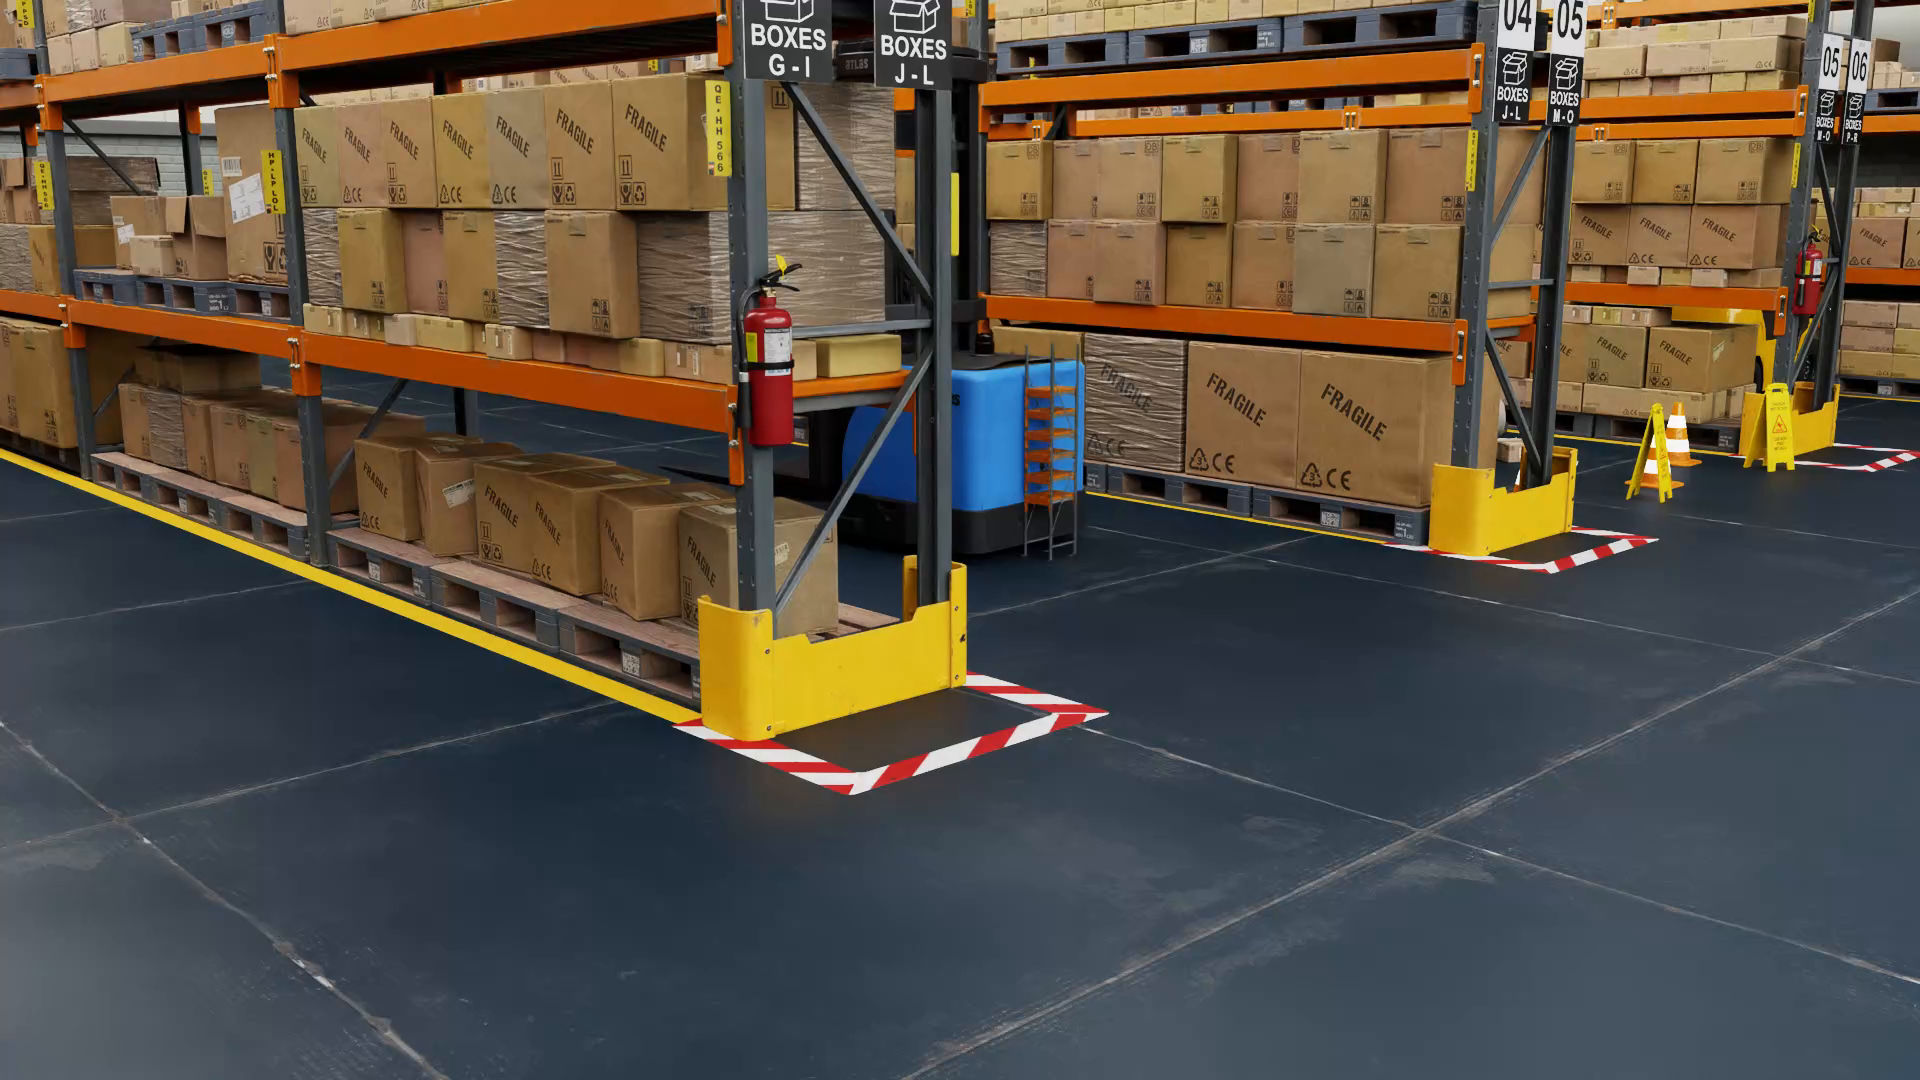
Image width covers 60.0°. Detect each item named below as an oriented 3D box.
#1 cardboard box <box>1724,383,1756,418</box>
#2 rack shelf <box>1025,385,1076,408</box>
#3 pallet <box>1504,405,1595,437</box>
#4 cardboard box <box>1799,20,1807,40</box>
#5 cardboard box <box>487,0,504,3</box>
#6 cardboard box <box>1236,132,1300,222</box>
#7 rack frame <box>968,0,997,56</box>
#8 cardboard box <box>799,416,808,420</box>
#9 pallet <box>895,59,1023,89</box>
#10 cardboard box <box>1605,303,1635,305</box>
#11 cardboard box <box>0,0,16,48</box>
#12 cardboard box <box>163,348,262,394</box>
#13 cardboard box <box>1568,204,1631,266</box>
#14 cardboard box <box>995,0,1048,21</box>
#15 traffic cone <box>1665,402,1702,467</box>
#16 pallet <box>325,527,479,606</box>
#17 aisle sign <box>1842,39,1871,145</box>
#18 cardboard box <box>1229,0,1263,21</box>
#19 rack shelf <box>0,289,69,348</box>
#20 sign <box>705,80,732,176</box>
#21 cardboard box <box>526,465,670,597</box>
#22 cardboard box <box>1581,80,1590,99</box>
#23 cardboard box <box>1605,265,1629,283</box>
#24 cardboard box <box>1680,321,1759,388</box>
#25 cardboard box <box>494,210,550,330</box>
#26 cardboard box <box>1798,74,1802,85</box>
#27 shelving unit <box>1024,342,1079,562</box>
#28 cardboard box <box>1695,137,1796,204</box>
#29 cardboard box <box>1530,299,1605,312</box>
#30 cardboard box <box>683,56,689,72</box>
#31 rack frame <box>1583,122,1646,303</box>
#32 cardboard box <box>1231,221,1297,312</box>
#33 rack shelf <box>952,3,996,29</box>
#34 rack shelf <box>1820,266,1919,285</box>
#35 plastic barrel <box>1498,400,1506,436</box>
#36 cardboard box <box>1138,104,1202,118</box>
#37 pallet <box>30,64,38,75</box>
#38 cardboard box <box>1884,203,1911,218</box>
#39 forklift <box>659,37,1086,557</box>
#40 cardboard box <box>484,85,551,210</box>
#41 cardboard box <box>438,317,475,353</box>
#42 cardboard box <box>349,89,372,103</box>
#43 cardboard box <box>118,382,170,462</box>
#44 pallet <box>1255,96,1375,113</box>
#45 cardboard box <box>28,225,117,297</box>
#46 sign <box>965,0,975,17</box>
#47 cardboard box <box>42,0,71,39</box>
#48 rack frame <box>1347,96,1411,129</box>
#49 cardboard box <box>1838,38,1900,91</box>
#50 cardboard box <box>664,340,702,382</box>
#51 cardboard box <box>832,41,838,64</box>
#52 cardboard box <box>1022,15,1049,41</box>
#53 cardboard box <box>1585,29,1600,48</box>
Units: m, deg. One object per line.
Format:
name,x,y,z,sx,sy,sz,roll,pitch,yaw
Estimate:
cardboard box,6.375,-1.199,14.070,0.500,0.250,0.500,-11,16,-43
rack shelf,0.513,-0.804,9.277,0.180,0.103,0.258,10,16,41
pallet,5.306,-1.130,14.875,1.003,0.211,1.213,-11,16,-43
cardboard box,6.635,-4.001,13.109,0.380,0.149,0.250,-11,16,-43
cardboard box,-1.646,-2.382,6.977,0.500,0.250,0.500,-10,16,-41
cardboard box,2.259,-2.309,10.638,0.875,0.550,0.550,-11,16,-43
rack frame,0.460,-5.001,11.885,1.000,3.000,0.127,-11,16,-43
cardboard box,-0.697,-1.386,13.740,1.050,0.750,0.750,-11,16,-43
pallet,-0.209,-3.565,12.823,1.217,0.209,0.805,11,16,43
cardboard box,7.665,-2.694,18.850,0.500,0.250,0.500,-11,16,-43
cardboard box,-7.093,-3.887,12.621,0.500,0.500,0.500,-10,15,-40
cardboard box,-5.102,-1.159,11.350,0.500,0.250,0.500,-9,14,-36
cardboard box,5.473,-2.566,13.949,0.500,0.500,0.500,-11,16,-43
cardboard box,0.595,-3.749,11.585,0.500,0.250,0.500,-11,16,-42
traffic cone,5.503,-0.824,12.765,0.336,0.463,0.334,-11,16,-43
pallet,-2.708,0.072,9.037,1.003,0.211,1.213,-11,16,-43
aisle sign,6.999,-3.491,12.980,0.394,0.787,0.004,-11,16,-43
cardboard box,1.870,-3.267,10.234,0.380,0.149,0.250,-11,16,-42
rack shelf,-7.341,-1.910,13.530,1.077,0.370,4.000,-11,16,-43
sign,-0.850,-1.450,5.864,0.100,0.325,0.005,-11,16,-43
cardboard box,-1.710,-0.054,7.894,0.500,0.500,0.500,-9,15,-37
cardboard box,5.191,-3.761,13.921,0.380,0.149,0.250,-11,16,-43
cardboard box,5.628,-2.238,13.961,0.380,0.149,0.250,-11,16,-42
cardboard box,6.359,-1.570,14.011,0.500,0.500,0.500,11,16,43
cardboard box,-1.541,-1.217,7.398,0.875,0.500,0.500,-11,16,-43
cardboard box,6.738,-3.623,13.254,0.380,0.149,0.250,-11,16,-42
shelving unit,0.513,-0.495,9.341,0.189,1.200,0.258,10,16,41
cardboard box,6.222,-2.912,13.150,0.500,0.500,0.700,11,16,44
cardboard box,7.189,-2.577,19.830,0.875,0.625,0.625,-10,15,-40
cardboard box,-2.504,-4.285,15.596,0.500,0.500,0.500,-11,16,-43
rack frame,7.558,-3.460,19.270,1.000,3.000,0.127,-11,16,-43
cardboard box,2.242,-1.777,10.731,0.875,0.550,0.550,-11,16,-43
rack shelf,-0.173,-6.033,19.668,1.077,0.370,4.000,-11,16,-43
rack shelf,8.939,-2.815,17.926,1.077,0.370,4.000,-11,16,-43
plastic barrel,4.211,-1.012,13.776,0.512,0.421,0.421,-1,12,-4
cardboard box,2.282,-4.652,17.370,0.797,0.503,0.637,-11,16,-43
pallet,-7.217,-3.596,12.968,1.003,0.211,1.213,-10,15,-40
cardboard box,9.545,-3.334,16.804,0.380,0.149,0.250,-11,16,-42
forklift,-0.688,-1.561,10.223,3.031,2.935,1.130,10,16,41
cardboard box,-1.686,-1.678,7.162,0.500,0.500,0.500,-11,16,-43
cardboard box,-2.221,-0.973,7.824,0.380,0.149,0.250,-11,16,-43
cardboard box,-6.660,-5.129,19.074,0.500,0.250,0.500,11,16,43
cardboard box,-5.482,-0.866,11.788,0.500,0.500,0.700,11,16,42
pallet,3.621,-4.250,16.136,1.213,0.211,1.003,-11,16,-43
cardboard box,-6.480,-2.057,12.213,0.500,0.500,0.500,-10,15,-41
sign,0.074,-3.862,11.730,0.100,0.325,0.005,-11,16,-43
cardboard box,-5.821,-3.629,11.171,0.500,0.500,0.500,-11,16,-42
rack frame,3.970,-2.767,15.910,1.000,3.000,0.127,-11,16,-43
cardboard box,9.203,-4.843,17.014,0.700,0.500,0.500,-11,16,-42
cardboard box,-0.953,-0.729,6.639,0.380,0.149,0.250,-11,16,-43
cardboard box,-0.910,-3.968,13.237,0.500,0.311,0.500,11,16,43
cardboard box,0.646,-3.526,11.491,0.380,0.149,0.250,-11,16,-42
cardboard box,5.202,-4.148,13.823,0.380,0.149,0.250,-10,16,-41
